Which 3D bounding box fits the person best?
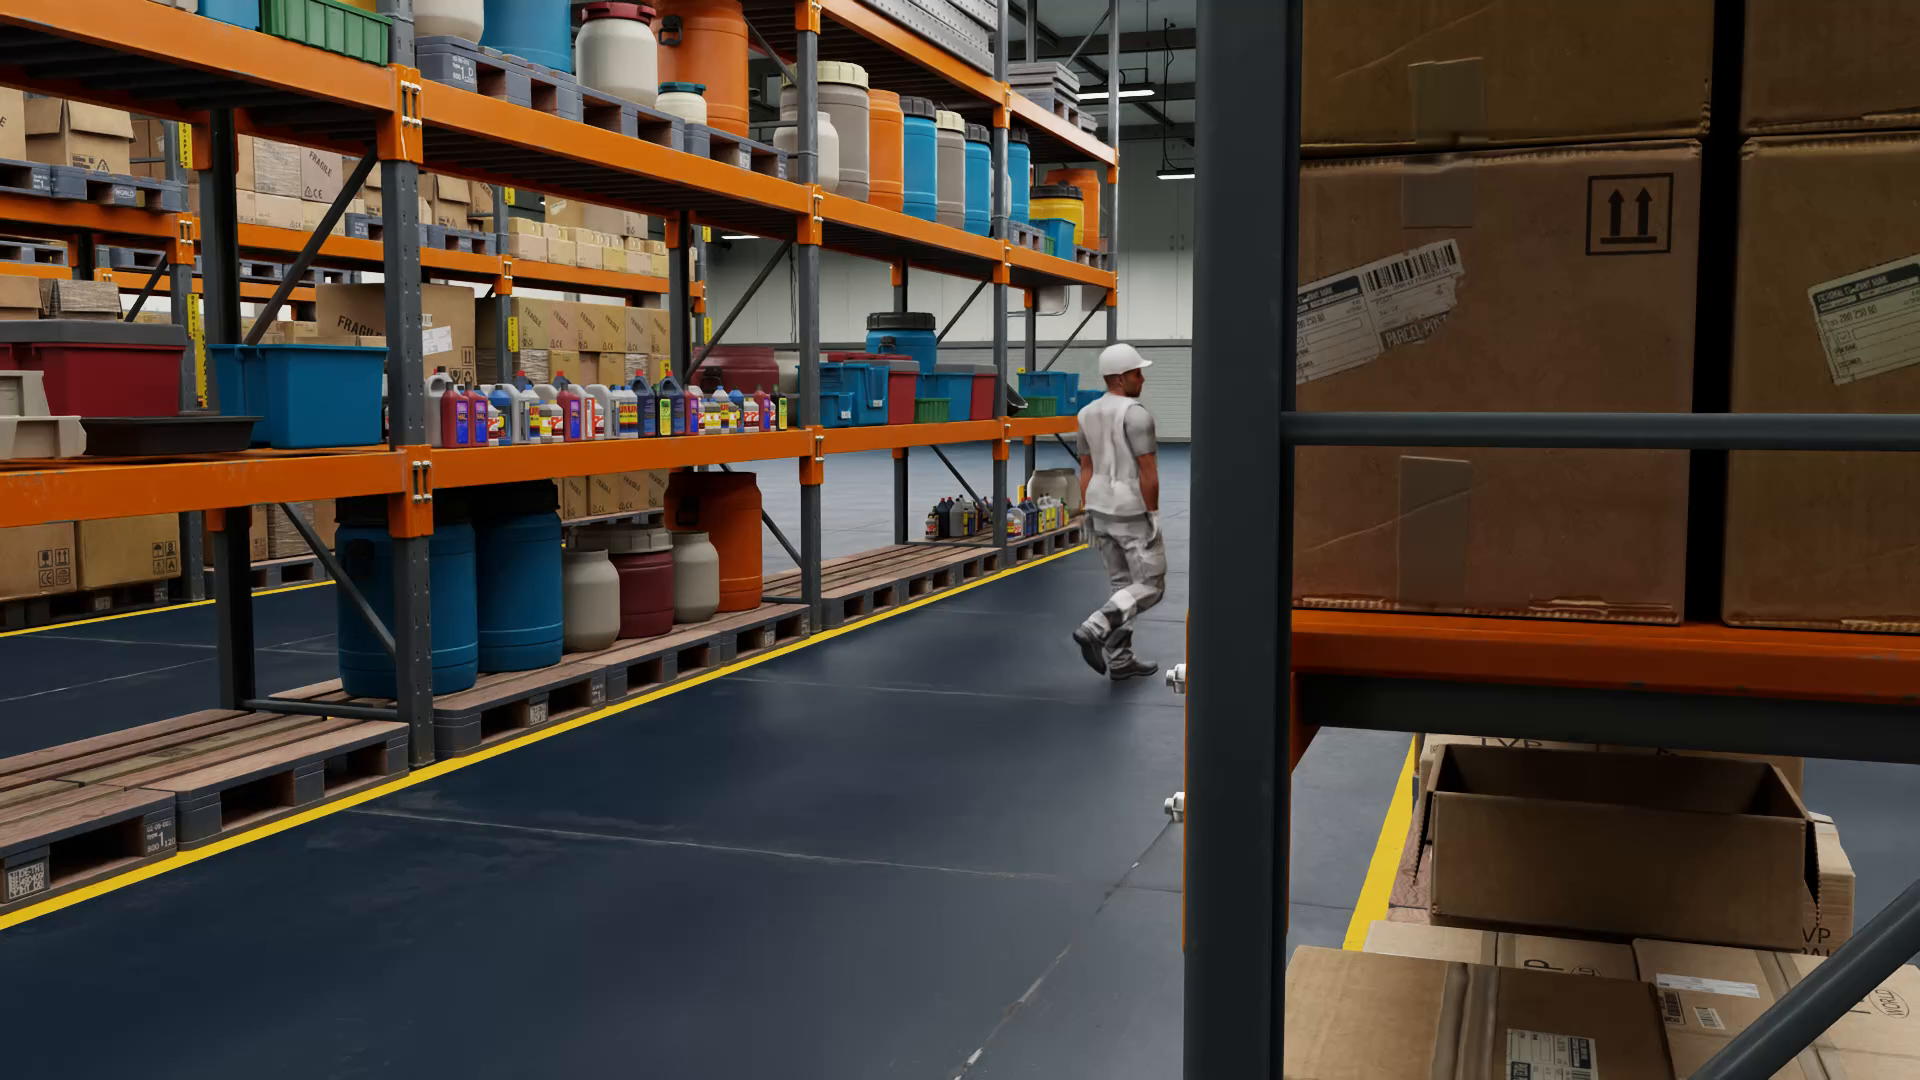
[{"bbox_3d":[0.823,-0.127,8.637,0.709,1.773,0.541,-4,6,-36],"label":"person"}]
